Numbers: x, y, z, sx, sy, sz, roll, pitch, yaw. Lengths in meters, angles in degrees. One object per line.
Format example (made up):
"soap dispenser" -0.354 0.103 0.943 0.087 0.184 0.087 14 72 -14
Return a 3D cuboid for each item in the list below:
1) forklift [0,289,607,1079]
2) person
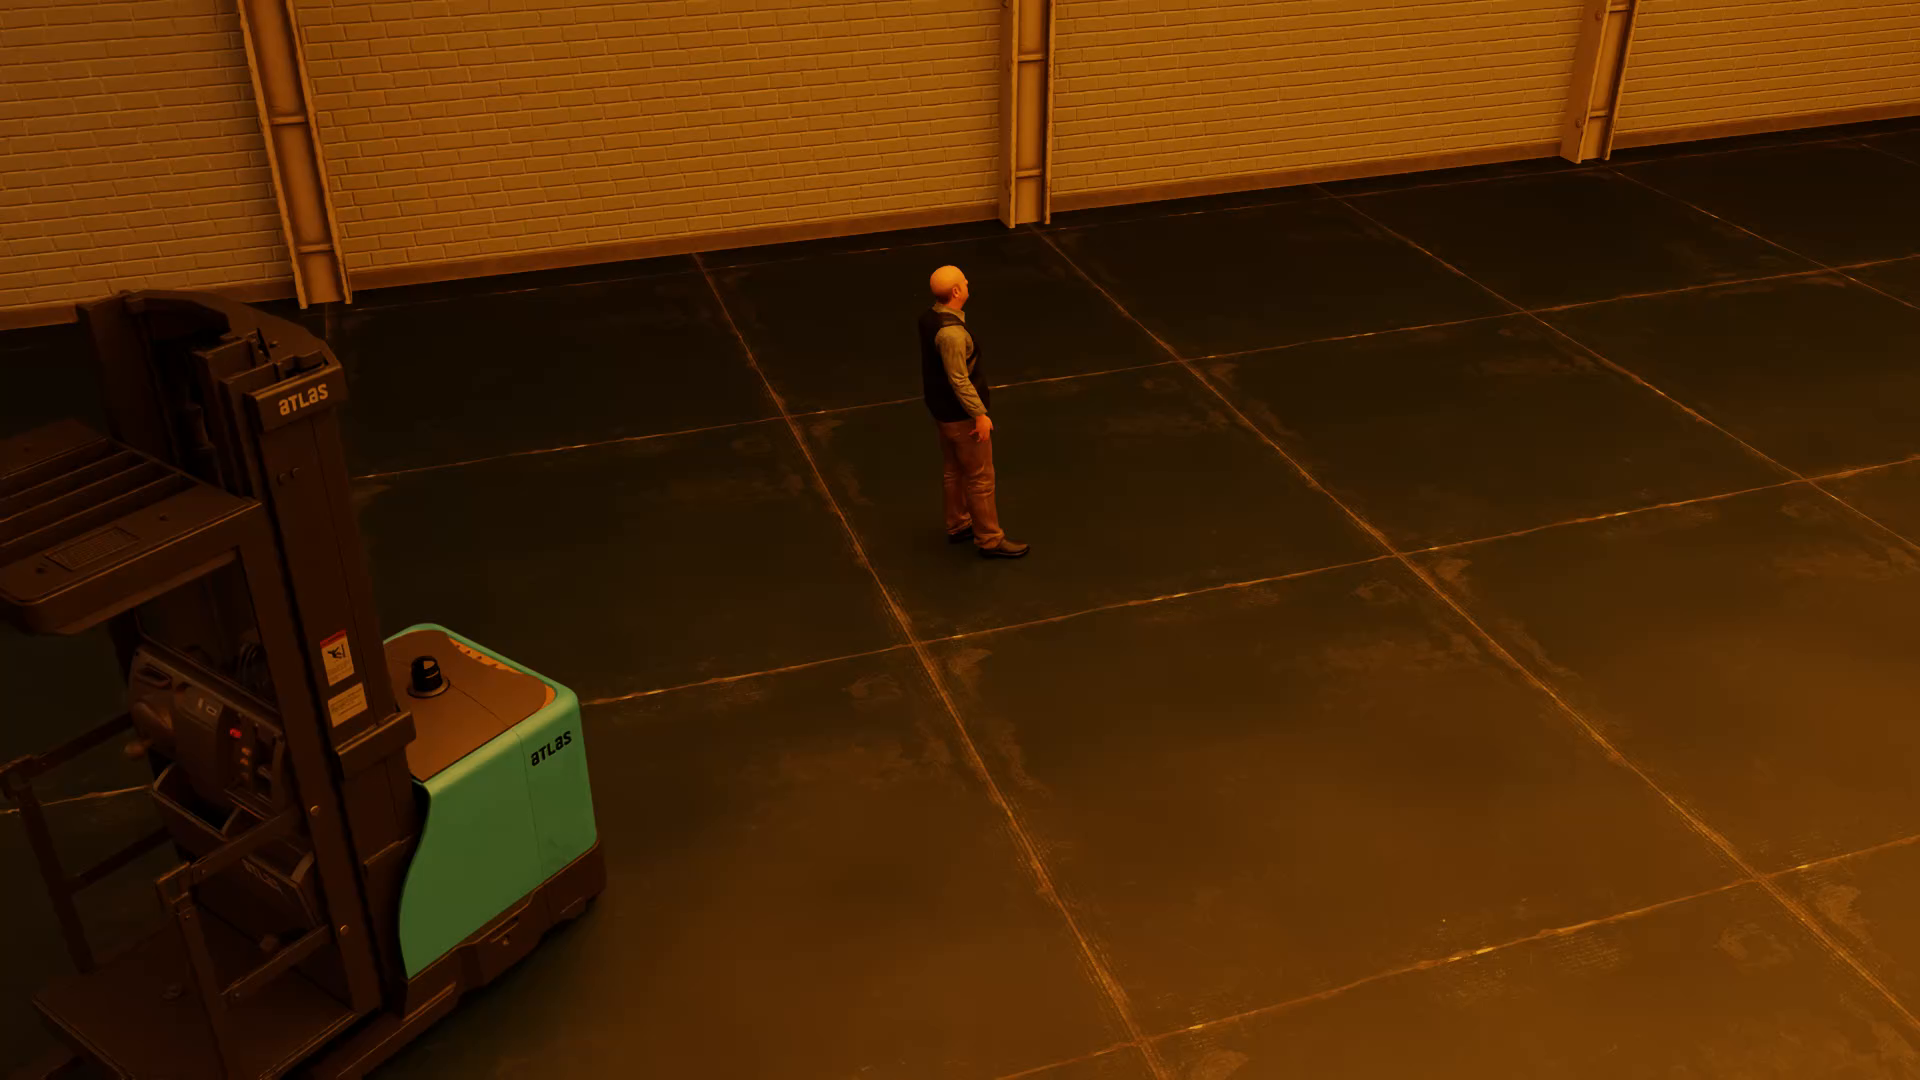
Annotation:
"forklift" -2.817 0.737 5.806 1.130 2.935 3.031 20 35 30
"person" 0.062 -0.759 9.604 0.566 1.722 0.634 -10 31 -16
